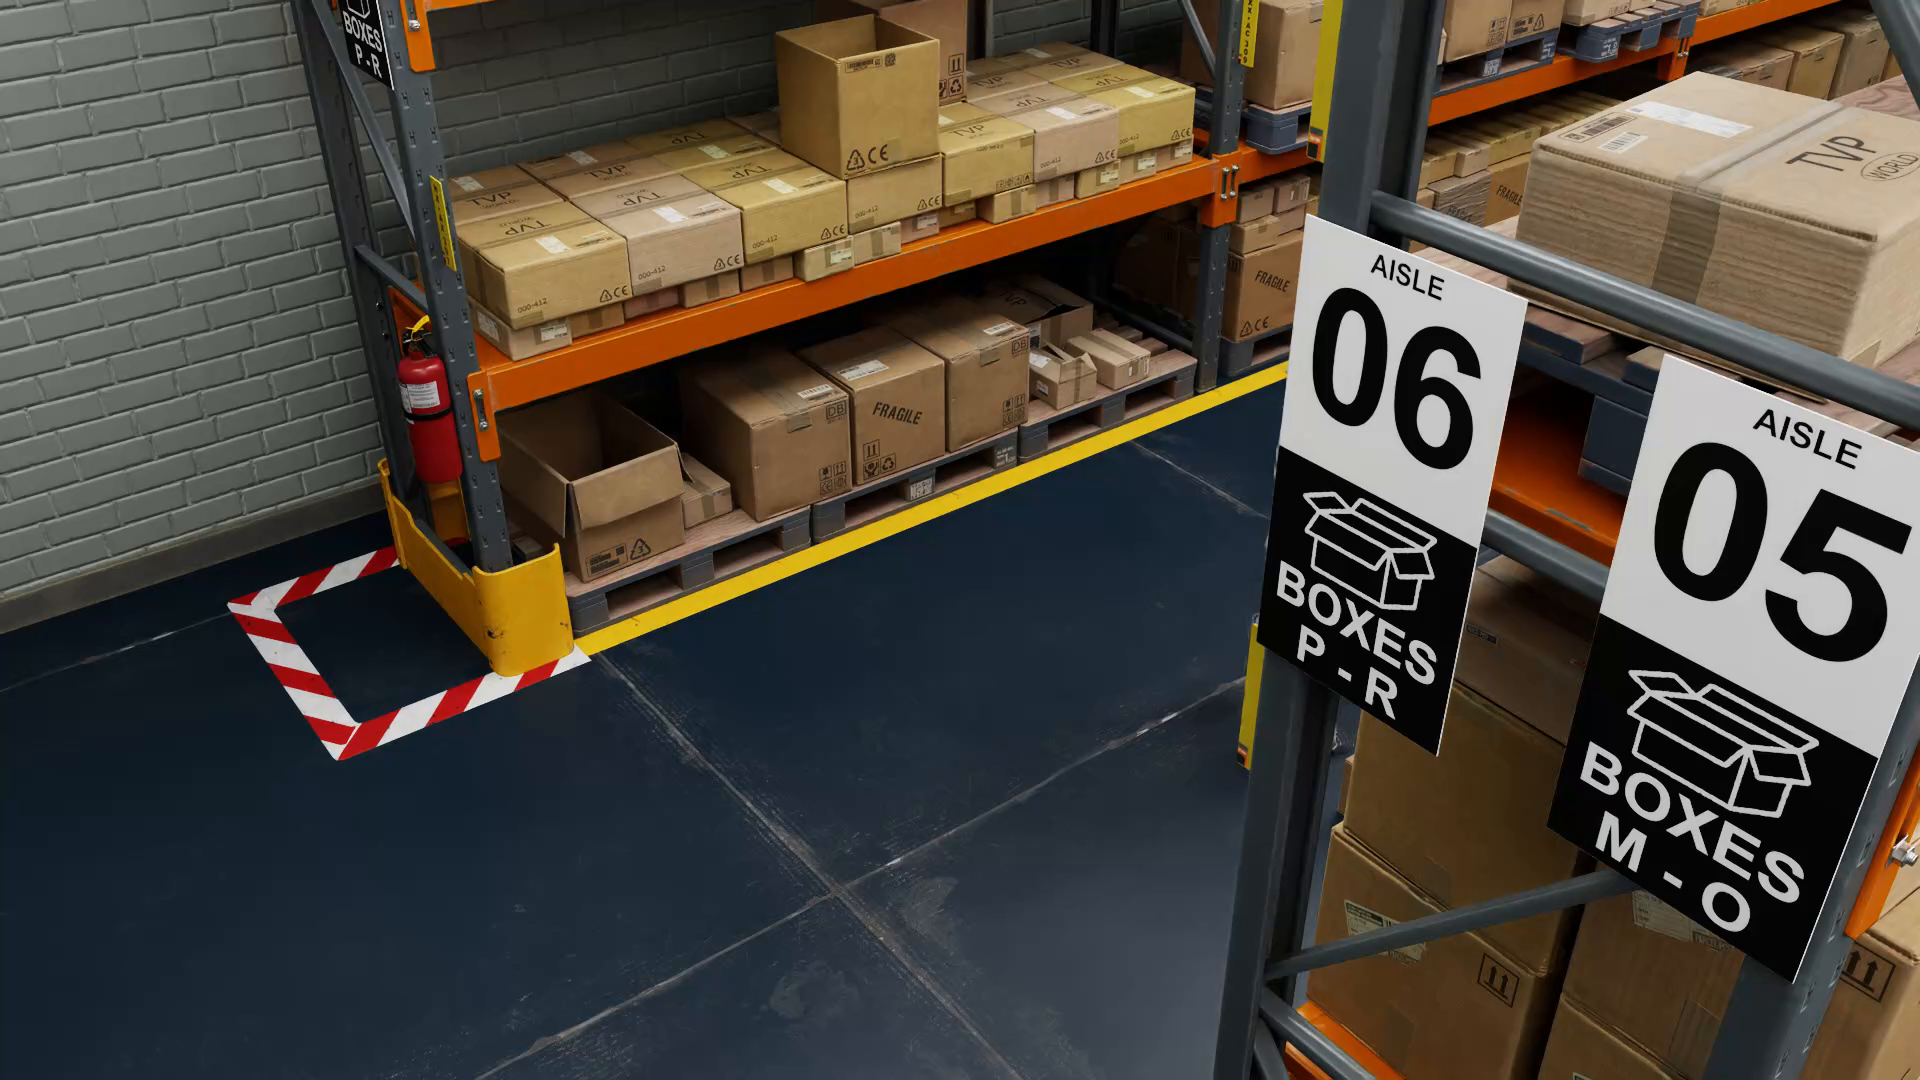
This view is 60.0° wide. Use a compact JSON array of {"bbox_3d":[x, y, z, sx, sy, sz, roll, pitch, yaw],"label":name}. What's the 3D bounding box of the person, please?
[{"bbox_3d":[1.323,0.091,5.939,0.445,1.678,0.531,23,39,31],"label":"person"}]
